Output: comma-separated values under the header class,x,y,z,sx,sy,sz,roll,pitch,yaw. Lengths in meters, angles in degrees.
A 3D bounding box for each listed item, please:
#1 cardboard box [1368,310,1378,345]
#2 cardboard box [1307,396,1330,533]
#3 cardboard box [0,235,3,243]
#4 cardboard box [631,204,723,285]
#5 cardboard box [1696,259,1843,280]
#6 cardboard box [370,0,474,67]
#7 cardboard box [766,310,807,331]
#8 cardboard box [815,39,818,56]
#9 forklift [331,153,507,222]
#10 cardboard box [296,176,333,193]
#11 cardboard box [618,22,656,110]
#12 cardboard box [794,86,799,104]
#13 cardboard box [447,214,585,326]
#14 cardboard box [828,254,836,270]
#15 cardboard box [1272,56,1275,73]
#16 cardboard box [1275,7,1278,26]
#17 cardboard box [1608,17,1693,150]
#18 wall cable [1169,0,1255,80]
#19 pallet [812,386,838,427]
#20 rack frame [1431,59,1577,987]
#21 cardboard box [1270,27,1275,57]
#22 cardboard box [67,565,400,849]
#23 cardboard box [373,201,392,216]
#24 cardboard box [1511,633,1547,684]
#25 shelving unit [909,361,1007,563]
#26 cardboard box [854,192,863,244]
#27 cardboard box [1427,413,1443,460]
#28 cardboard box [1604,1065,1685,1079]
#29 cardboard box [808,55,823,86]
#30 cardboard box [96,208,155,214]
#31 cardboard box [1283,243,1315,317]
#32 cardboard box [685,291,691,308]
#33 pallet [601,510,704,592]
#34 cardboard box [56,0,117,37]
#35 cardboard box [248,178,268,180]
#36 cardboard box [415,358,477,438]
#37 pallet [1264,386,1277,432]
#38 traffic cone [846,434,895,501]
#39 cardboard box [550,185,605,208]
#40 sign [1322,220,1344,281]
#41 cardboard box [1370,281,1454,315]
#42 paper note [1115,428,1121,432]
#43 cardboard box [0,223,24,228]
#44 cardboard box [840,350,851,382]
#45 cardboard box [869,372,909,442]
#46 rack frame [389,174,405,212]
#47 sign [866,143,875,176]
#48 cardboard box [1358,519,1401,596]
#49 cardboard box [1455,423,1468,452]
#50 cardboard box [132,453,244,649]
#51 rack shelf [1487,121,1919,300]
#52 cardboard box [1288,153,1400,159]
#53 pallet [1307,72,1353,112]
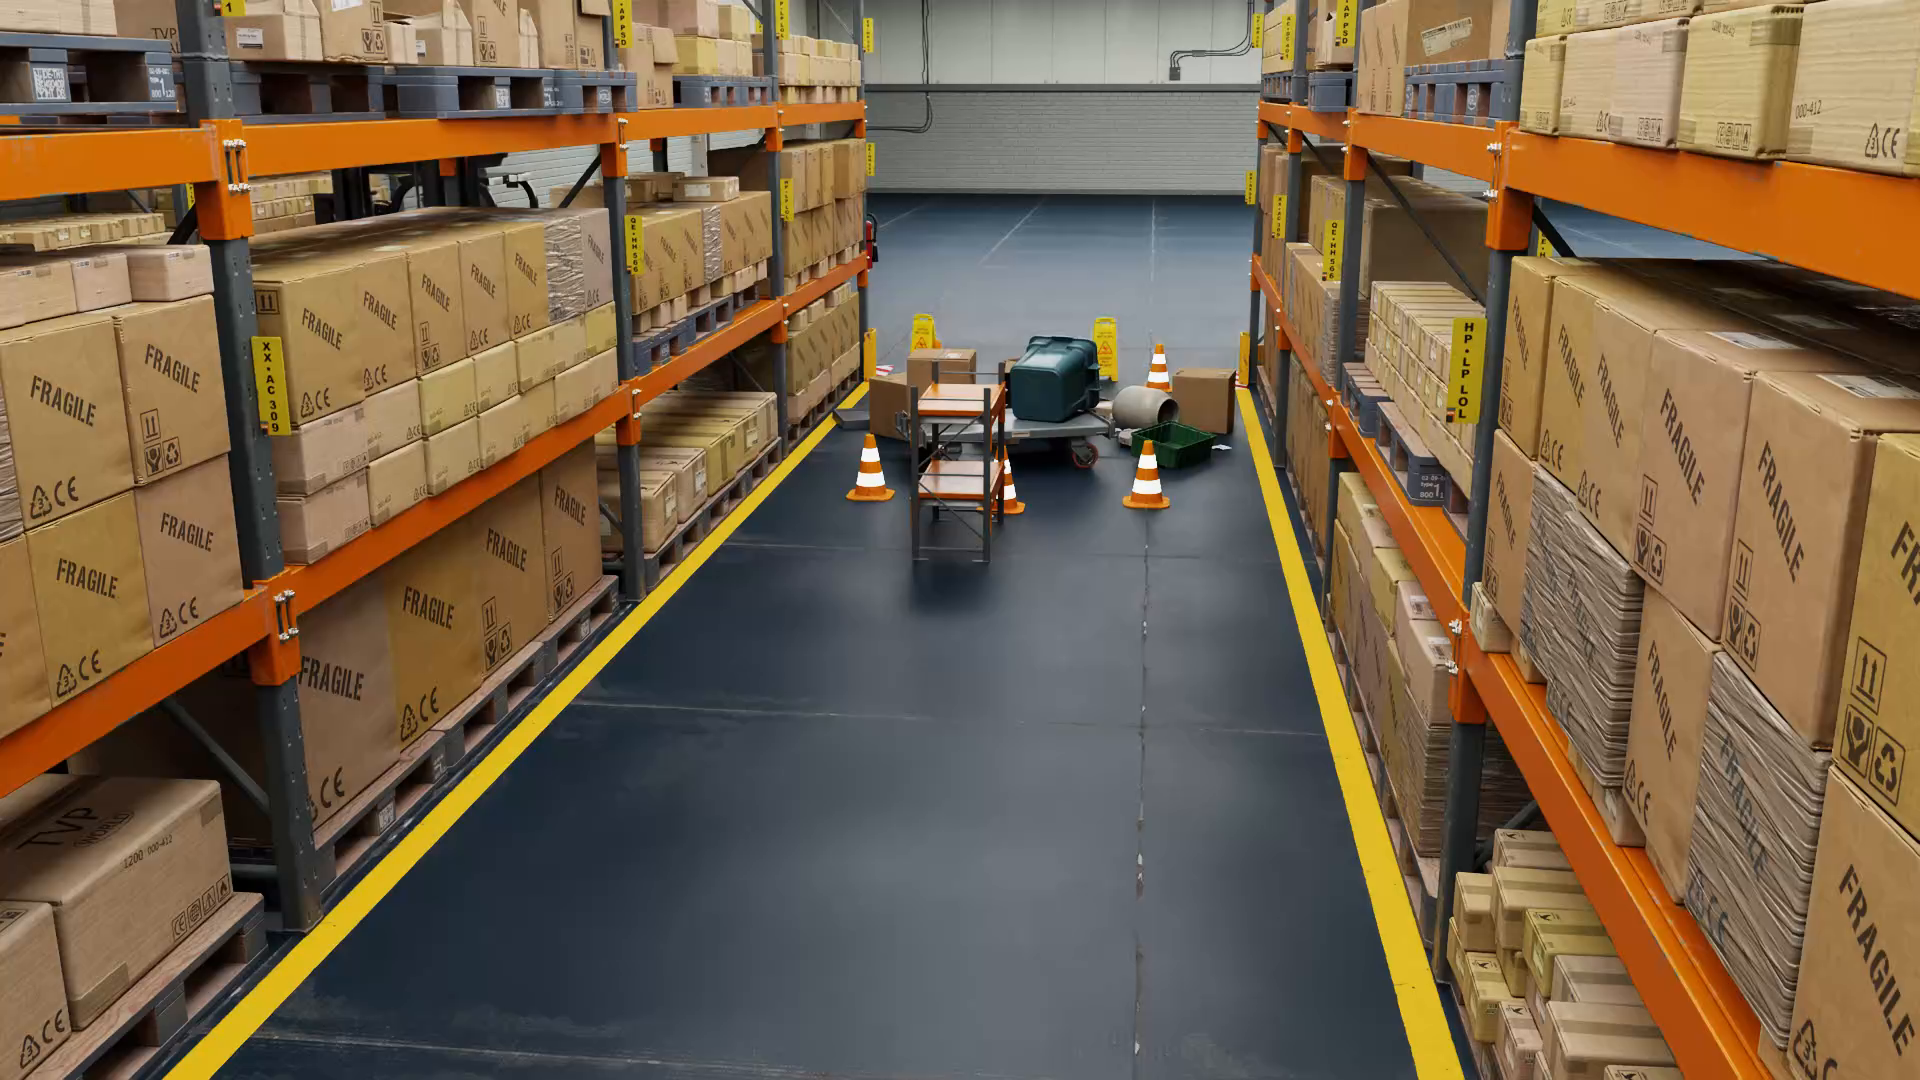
class,x,y,z,sx,sy,sz,roll,pitch,yaw
cardboard box,2.308,-1.089,8.549,0.380,0.149,0.250,2,15,9
cardboard box,2.815,-0.482,10.704,1.050,0.750,0.750,2,15,7
cardboard box,-6.837,-2.018,11.446,0.380,0.149,0.250,2,15,7
cardboard box,-1.918,-2.010,11.283,0.500,0.500,0.500,1,15,4
cardboard box,2.326,-0.490,4.552,0.500,0.500,0.500,1,15,4
cardboard box,-2.265,-2.115,6.943,0.396,0.266,0.258,3,15,11
cardboard box,-1.508,-1.866,14.102,0.380,0.149,0.250,2,15,7
cardboard box,-1.464,-4.330,14.634,0.380,0.149,0.250,2,15,7
forklift,-4.291,-2.151,13.502,1.130,2.935,3.031,2,15,6
cardboard box,-6.250,-3.462,16.215,0.380,0.149,0.250,2,15,8
cardboard box,-2.251,-2.845,9.997,0.700,0.500,0.500,2,15,6
cardboard box,-1.567,-3.738,13.975,0.380,0.149,0.250,2,15,8
cardboard box,-2.216,-1.359,8.333,0.500,0.500,0.500,2,15,7
cardboard box,-1.370,-2.619,15.583,0.380,0.149,0.250,2,15,6
cardboard box,2.937,-4.163,14.549,0.380,0.149,0.250,2,15,7
cardboard box,2.937,-4.547,14.444,0.380,0.149,0.250,2,15,7
cardboard box,1.670,-0.944,3.449,0.500,0.250,0.500,2,15,9
wall cable,7.091,-15.929,46.315,2.305,6.003,0.169,2,15,6
pallet,-1.741,-1.287,15.516,1.003,0.211,1.213,2,15,6
rack frame,2.110,0.054,5.215,1.000,3.000,0.127,2,15,6
cardboard box,3.043,-4.448,14.840,0.500,0.250,0.500,2,15,6
cardboard box,-2.829,0.594,6.483,0.875,0.875,0.875,2,15,8
cardboard box,-6.192,-3.236,17.190,0.500,0.500,0.500,1,15,5
cardboard box,1.798,0.309,4.756,0.380,0.149,0.250,2,15,8
shelving unit,-0.001,-0.541,11.009,0.538,1.125,1.048,2,15,6
cardboard box,-1.253,-3.221,16.565,0.500,0.500,0.500,1,15,5
cardboard box,2.072,-0.405,6.591,0.380,0.149,0.250,1,15,4
cardboard box,1.731,1.366,3.883,0.380,0.149,0.250,1,15,4
cardboard box,-1.477,-4.029,14.287,0.500,0.250,0.500,2,15,7
cardboard box,-7.068,-2.738,14.106,0.380,0.149,0.250,2,15,6
cardboard box,2.686,-1.940,12.400,0.500,0.500,0.500,2,15,7
cardboard box,-2.010,-1.615,11.065,0.380,0.149,0.250,2,15,8
pallet,-2.278,0.041,10.607,1.003,0.211,1.213,2,15,6
cardboard box,-2.574,-1.524,4.568,0.396,0.266,0.258,2,15,8
cardboard box,-6.902,-3.413,16.034,0.380,0.149,0.250,1,15,5
cardboard box,-2.375,-0.606,6.987,0.500,0.250,0.500,2,15,7
pallet,3.312,-1.187,15.146,1.003,0.211,1.213,2,15,6
traffic cone,-0.666,-0.553,12.320,0.336,0.463,0.334,2,15,6
cardboard box,-2.464,-2.243,10.902,0.380,0.149,0.250,1,15,4
sign,2.010,-1.558,8.958,0.100,0.325,0.005,2,15,6
cardboard box,2.317,-1.237,8.525,0.380,0.149,0.250,2,15,6
paper note,1.348,-0.990,14.779,0.172,0.023,0.155,7,17,25
cardboard box,-7.275,-2.299,12.482,0.380,0.149,0.250,2,15,6
cardboard box,-1.356,-1.701,16.171,0.500,0.250,0.500,2,15,6
cardboard box,-0.444,-1.173,14.536,0.500,0.500,0.500,-14,20,-42
rack frame,-6.398,-3.323,17.704,1.000,3.000,0.127,2,15,6
sign,-0.916,-3.868,16.895,0.100,0.325,0.005,2,15,6
cardboard box,2.118,0.090,7.630,0.500,0.250,0.500,2,15,7
cardboard box,2.019,-0.412,6.048,0.380,0.149,0.250,2,15,9
cardboard box,-2.618,0.014,5.171,0.500,0.500,0.500,2,15,7
rack shelf,1.885,-0.528,2.999,1.077,0.370,4.000,2,15,6
cardboard box,3.233,-2.991,14.121,0.875,0.550,0.550,2,15,6
pallet,2.582,-2.509,9.308,1.213,0.211,1.003,2,15,9
